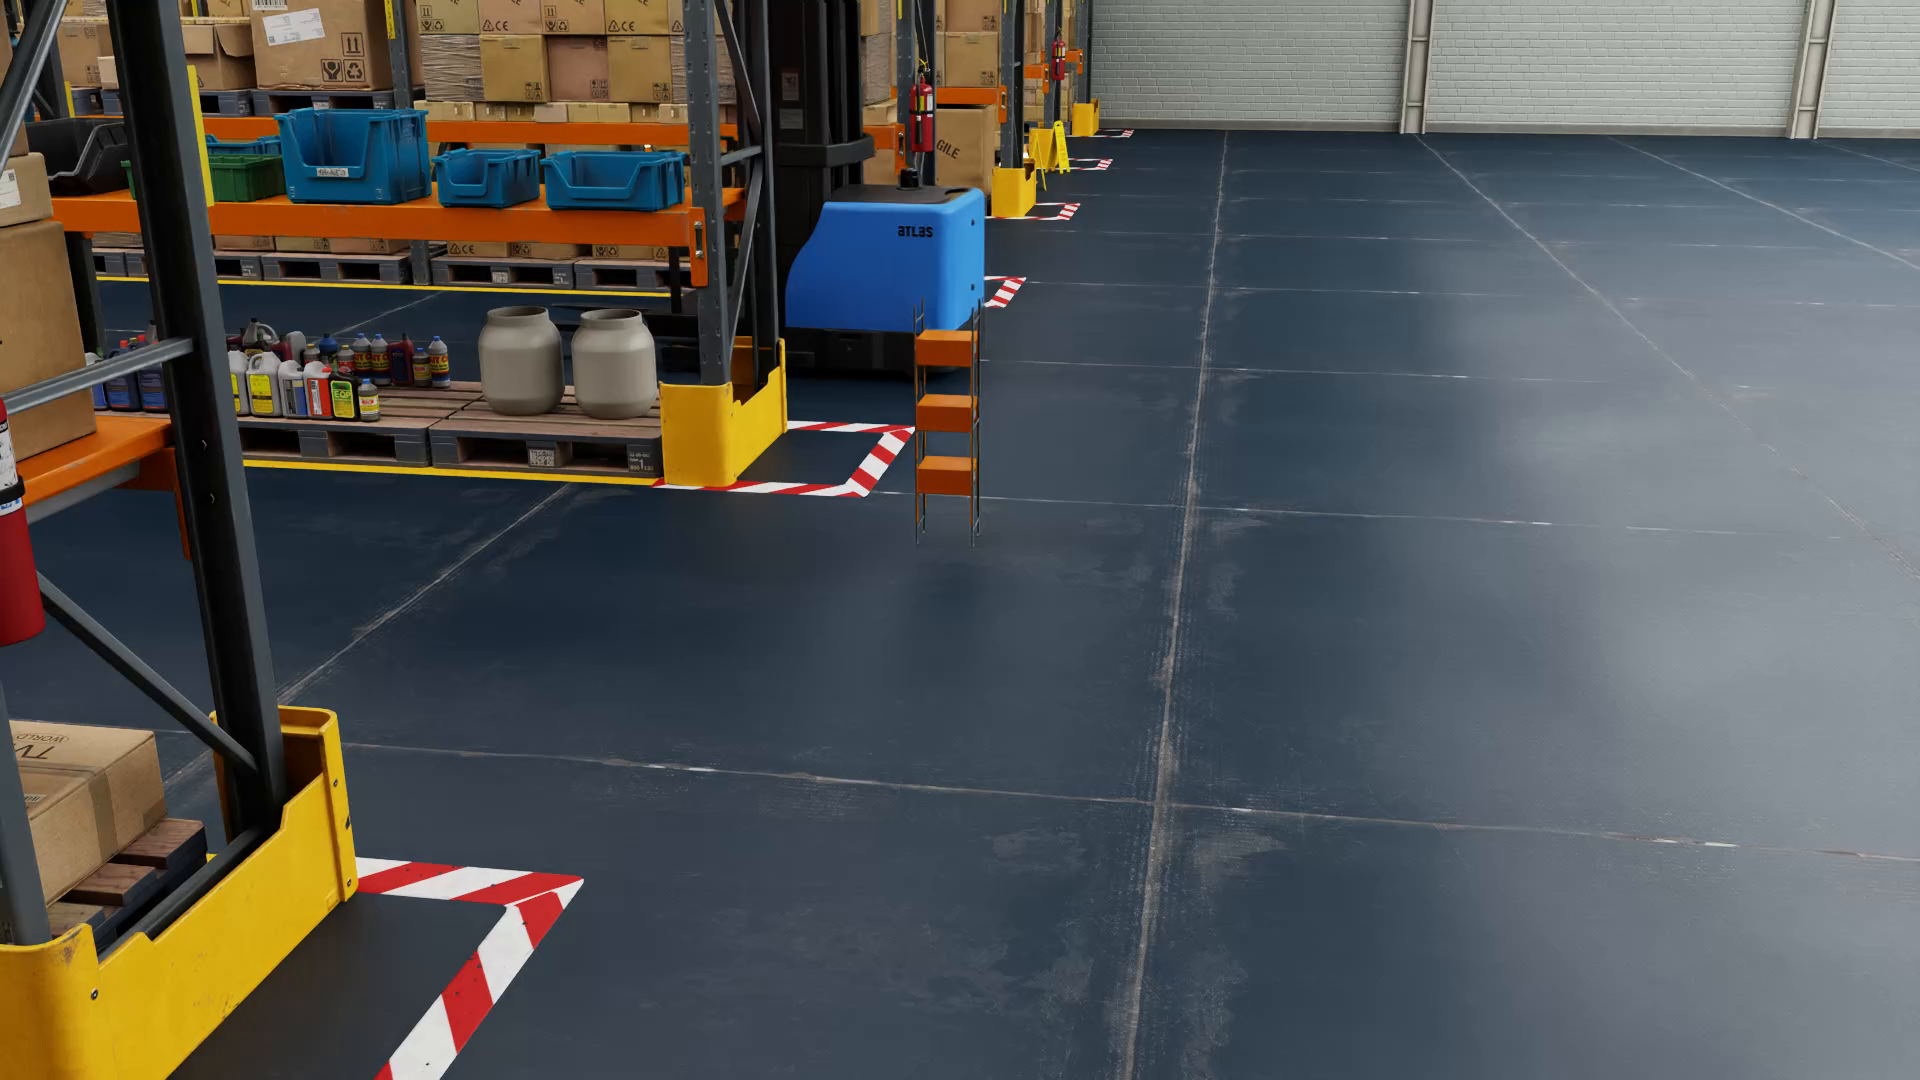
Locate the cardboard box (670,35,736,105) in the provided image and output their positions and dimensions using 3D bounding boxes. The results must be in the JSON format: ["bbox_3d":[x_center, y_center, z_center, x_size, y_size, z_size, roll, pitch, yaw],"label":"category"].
[{"bbox_3d":[-1.867,-3.679,12.946,0.500,0.500,0.875,3,19,9],"label":"cardboard box"}]

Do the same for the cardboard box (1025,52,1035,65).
[{"bbox_3d":[0.840,-6.366,21.997,0.250,0.149,0.380,4,19,10],"label":"cardboard box"}]

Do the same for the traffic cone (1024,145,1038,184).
[{"bbox_3d":[0.774,-4.583,20.270,0.334,0.463,0.336,3,19,9],"label":"traffic cone"}]

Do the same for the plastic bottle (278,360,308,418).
[{"bbox_3d":[-3.379,-0.777,8.497,0.135,0.276,0.152,2,19,7],"label":"plastic bottle"}]

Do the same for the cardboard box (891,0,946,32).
[{"bbox_3d":[-0.360,-5.590,17.345,0.550,0.550,0.875,3,19,9],"label":"cardboard box"}]

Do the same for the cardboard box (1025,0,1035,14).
[{"bbox_3d":[0.704,-7.153,21.752,0.500,0.500,0.700,2,19,7],"label":"cardboard box"}]

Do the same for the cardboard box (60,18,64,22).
[{"bbox_3d":[-9.947,-5.728,18.490,0.250,0.149,0.380,3,19,8],"label":"cardboard box"}]

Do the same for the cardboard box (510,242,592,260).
[{"bbox_3d":[-3.323,-2.584,13.577,0.500,0.500,0.500,9,21,26],"label":"cardboard box"}]

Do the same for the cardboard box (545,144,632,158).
[{"bbox_3d":[-4.019,-4.314,18.352,0.750,0.750,1.050,3,19,8],"label":"cardboard box"}]

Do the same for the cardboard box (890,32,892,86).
[{"bbox_3d":[-0.895,-5.141,17.705,0.550,0.550,0.875,3,19,9],"label":"cardboard box"}]

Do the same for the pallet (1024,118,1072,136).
[{"bbox_3d":[1.265,-6.791,27.268,1.213,0.211,1.003,3,19,9],"label":"pallet"}]

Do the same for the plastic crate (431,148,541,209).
[{"bbox_3d":[-2.296,-1.772,8.107,0.408,0.251,0.499,3,19,9],"label":"plastic crate"}]

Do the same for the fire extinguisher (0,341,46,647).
[{"bbox_3d":[-1.861,-0.137,3.107,0.183,0.674,0.296,3,19,9],"label":"fire extinguisher"}]

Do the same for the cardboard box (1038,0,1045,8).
[{"bbox_3d":[1.391,-8.539,26.448,0.250,0.149,0.380,3,19,9],"label":"cardboard box"}]

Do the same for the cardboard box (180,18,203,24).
[{"bbox_3d":[-8.404,-5.650,18.257,0.250,0.149,0.380,4,19,10],"label":"cardboard box"}]

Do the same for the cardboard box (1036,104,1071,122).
[{"bbox_3d":[1.513,-6.908,26.894,0.500,0.250,0.500,3,19,9],"label":"cardboard box"}]

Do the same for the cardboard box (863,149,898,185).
[{"bbox_3d":[-0.991,-4.226,17.892,0.875,0.875,0.875,3,19,8],"label":"cardboard box"}]

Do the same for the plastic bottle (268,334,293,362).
[{"bbox_3d":[-3.730,-0.988,9.115,0.133,0.283,0.061,3,19,9],"label":"plastic bottle"}]

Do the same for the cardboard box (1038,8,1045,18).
[{"bbox_3d":[1.383,-8.377,26.431,0.250,0.149,0.380,3,19,10],"label":"cardboard box"}]

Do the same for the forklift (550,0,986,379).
[{"bbox_3d":[-1.403,-2.601,10.457,3.031,2.935,1.130,4,19,12],"label":"forklift"}]

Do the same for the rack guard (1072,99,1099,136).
[{"bbox_3d":[2.050,-6.902,27.142,0.348,0.500,1.175,3,19,9],"label":"rack guard"}]

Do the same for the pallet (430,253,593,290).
[{"bbox_3d":[-3.609,-2.285,13.799,1.213,0.211,1.003,3,19,9],"label":"pallet"}]

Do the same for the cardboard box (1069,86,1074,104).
[{"bbox_3d":[1.595,-7.309,27.305,0.500,0.250,0.500,3,19,10],"label":"cardboard box"}]

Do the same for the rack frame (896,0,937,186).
[{"bbox_3d":[-0.329,-3.428,12.822,0.127,3.000,1.000,3,19,9],"label":"rack frame"}]

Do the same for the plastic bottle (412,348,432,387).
[{"bbox_3d":[-2.957,-0.952,9.139,0.097,0.201,0.097,0,18,0],"label":"plastic bottle"}]

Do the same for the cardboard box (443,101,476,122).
[{"bbox_3d":[-3.869,-3.389,13.100,0.250,0.149,0.380,3,19,9],"label":"cardboard box"}]

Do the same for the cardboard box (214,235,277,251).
[{"bbox_3d":[-5.901,-2.749,14.036,0.500,0.500,0.700,1,19,4],"label":"cardboard box"}]

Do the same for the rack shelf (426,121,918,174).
[{"bbox_3d":[-2.303,-3.188,13.237,4.000,0.370,1.077,3,19,9],"label":"rack shelf"}]

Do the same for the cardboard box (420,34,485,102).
[{"bbox_3d":[-3.844,-3.776,13.235,0.500,0.500,0.875,3,19,9],"label":"cardboard box"}]

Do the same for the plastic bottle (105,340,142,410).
[{"bbox_3d":[-4.333,-0.860,8.627,0.185,0.351,0.144,3,19,10],"label":"plastic bottle"}]

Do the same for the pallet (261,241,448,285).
[{"bbox_3d":[-5.047,-2.346,13.982,1.213,0.211,1.003,3,19,9],"label":"pallet"}]

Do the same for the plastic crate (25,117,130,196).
[{"bbox_3d":[-4.567,-1.982,8.598,0.504,0.338,0.767,3,19,9],"label":"plastic crate"}]

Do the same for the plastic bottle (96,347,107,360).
[{"bbox_3d":[-4.479,-0.871,8.766,0.133,0.283,0.061,3,19,9],"label":"plastic bottle"}]

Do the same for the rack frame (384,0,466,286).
[{"bbox_3d":[-4.278,-3.630,13.424,0.127,3.000,1.000,3,19,9],"label":"rack frame"}]

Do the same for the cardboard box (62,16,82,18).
[{"bbox_3d":[-10.343,-5.957,19.177,0.250,0.149,0.380,2,19,7],"label":"cardboard box"}]

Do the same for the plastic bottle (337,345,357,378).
[{"bbox_3d":[-3.390,-0.975,9.205,0.097,0.201,0.097,0,18,0],"label":"plastic bottle"}]

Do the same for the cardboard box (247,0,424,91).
[{"bbox_3d":[-5.040,-4.197,13.513,1.000,1.000,1.000,3,19,9],"label":"cardboard box"}]

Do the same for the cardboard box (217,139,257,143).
[{"bbox_3d":[-8.032,-4.345,18.839,0.500,0.500,0.500,3,19,8],"label":"cardboard box"}]

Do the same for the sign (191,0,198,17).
[{"bbox_3d":[-10.691,-7.411,23.236,0.005,0.325,0.100,3,19,9],"label":"sign"}]

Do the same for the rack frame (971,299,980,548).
[{"bbox_3d":[0.068,-0.494,7.126,0.008,1.050,0.200,3,19,9],"label":"rack frame"}]

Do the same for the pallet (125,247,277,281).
[{"bbox_3d":[-6.255,-2.407,14.164,1.213,0.211,1.003,3,19,9],"label":"pallet"}]

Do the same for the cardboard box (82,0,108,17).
[{"bbox_3d":[-12.118,-7.647,23.696,0.500,0.500,0.500,3,19,9],"label":"cardboard box"}]

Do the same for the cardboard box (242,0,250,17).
[{"bbox_3d":[-9.709,-7.530,23.346,0.500,0.500,0.500,3,19,8],"label":"cardboard box"}]

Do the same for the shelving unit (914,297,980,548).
[{"bbox_3d":[-0.053,-0.501,7.145,0.252,1.050,0.215,3,19,9],"label":"shelving unit"}]

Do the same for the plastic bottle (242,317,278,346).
[{"bbox_3d":[-3.874,-1.062,9.233,0.185,0.351,0.144,3,19,8],"label":"plastic bottle"}]

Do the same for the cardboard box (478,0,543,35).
[{"bbox_3d":[-3.380,-4.165,12.823,0.500,0.500,0.500,3,19,9],"label":"cardboard box"}]

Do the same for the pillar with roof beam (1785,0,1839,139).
[{"bbox_3d":[12.647,-9.298,20.910,0.400,9.000,9.100,3,19,9],"label":"pillar with roof beam"}]

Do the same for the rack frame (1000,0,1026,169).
[{"bbox_3d":[0.558,-4.977,17.451,0.127,3.000,1.000,3,19,9],"label":"rack frame"}]

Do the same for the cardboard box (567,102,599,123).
[{"bbox_3d":[-2.875,-3.350,12.985,0.250,0.149,0.380,3,19,9],"label":"cardboard box"}]

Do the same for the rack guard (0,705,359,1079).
[{"bbox_3d":[-1.880,0.861,3.940,0.348,0.500,1.175,3,19,9],"label":"rack guard"}]

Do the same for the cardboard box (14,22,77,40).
[{"bbox_3d":[-7.688,-4.063,13.899,0.500,0.500,0.500,1,19,2],"label":"cardboard box"}]

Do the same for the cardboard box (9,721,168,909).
[{"bbox_3d":[-2.398,0.683,4.206,0.500,0.250,0.500,3,19,9],"label":"cardboard box"}]

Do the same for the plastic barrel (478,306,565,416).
[{"bbox_3d":[-2.271,-0.931,8.616,0.421,0.512,0.421,0,18,0],"label":"plastic barrel"}]

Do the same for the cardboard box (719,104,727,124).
[{"bbox_3d":[-1.880,-3.317,12.884,0.250,0.149,0.380,3,19,9],"label":"cardboard box"}]
